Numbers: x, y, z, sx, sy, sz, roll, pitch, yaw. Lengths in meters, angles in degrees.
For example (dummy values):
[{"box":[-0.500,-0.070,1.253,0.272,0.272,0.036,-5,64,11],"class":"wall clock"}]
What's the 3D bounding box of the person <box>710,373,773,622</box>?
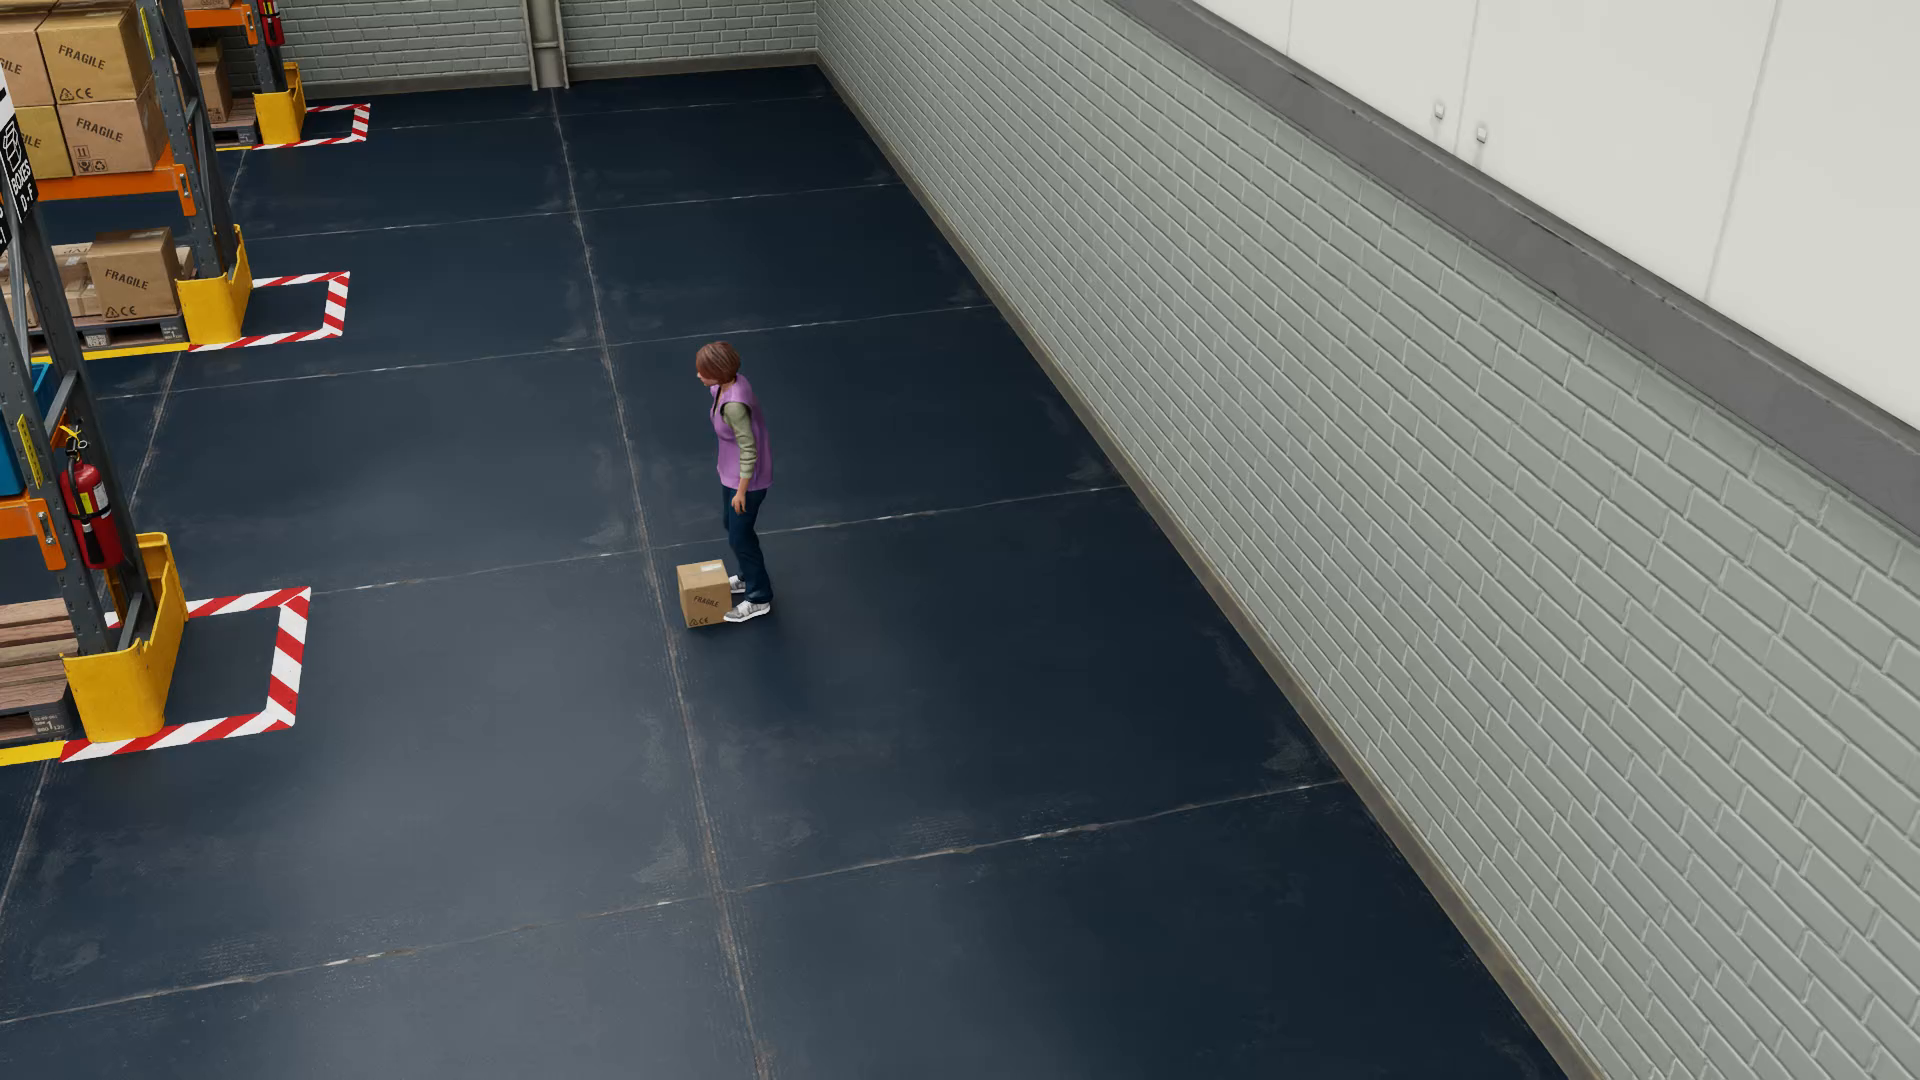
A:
[{"box":[-3.850,-3.215,12.088,3.125,3.194,10.252,-8,32,-14],"class":"person"}]
